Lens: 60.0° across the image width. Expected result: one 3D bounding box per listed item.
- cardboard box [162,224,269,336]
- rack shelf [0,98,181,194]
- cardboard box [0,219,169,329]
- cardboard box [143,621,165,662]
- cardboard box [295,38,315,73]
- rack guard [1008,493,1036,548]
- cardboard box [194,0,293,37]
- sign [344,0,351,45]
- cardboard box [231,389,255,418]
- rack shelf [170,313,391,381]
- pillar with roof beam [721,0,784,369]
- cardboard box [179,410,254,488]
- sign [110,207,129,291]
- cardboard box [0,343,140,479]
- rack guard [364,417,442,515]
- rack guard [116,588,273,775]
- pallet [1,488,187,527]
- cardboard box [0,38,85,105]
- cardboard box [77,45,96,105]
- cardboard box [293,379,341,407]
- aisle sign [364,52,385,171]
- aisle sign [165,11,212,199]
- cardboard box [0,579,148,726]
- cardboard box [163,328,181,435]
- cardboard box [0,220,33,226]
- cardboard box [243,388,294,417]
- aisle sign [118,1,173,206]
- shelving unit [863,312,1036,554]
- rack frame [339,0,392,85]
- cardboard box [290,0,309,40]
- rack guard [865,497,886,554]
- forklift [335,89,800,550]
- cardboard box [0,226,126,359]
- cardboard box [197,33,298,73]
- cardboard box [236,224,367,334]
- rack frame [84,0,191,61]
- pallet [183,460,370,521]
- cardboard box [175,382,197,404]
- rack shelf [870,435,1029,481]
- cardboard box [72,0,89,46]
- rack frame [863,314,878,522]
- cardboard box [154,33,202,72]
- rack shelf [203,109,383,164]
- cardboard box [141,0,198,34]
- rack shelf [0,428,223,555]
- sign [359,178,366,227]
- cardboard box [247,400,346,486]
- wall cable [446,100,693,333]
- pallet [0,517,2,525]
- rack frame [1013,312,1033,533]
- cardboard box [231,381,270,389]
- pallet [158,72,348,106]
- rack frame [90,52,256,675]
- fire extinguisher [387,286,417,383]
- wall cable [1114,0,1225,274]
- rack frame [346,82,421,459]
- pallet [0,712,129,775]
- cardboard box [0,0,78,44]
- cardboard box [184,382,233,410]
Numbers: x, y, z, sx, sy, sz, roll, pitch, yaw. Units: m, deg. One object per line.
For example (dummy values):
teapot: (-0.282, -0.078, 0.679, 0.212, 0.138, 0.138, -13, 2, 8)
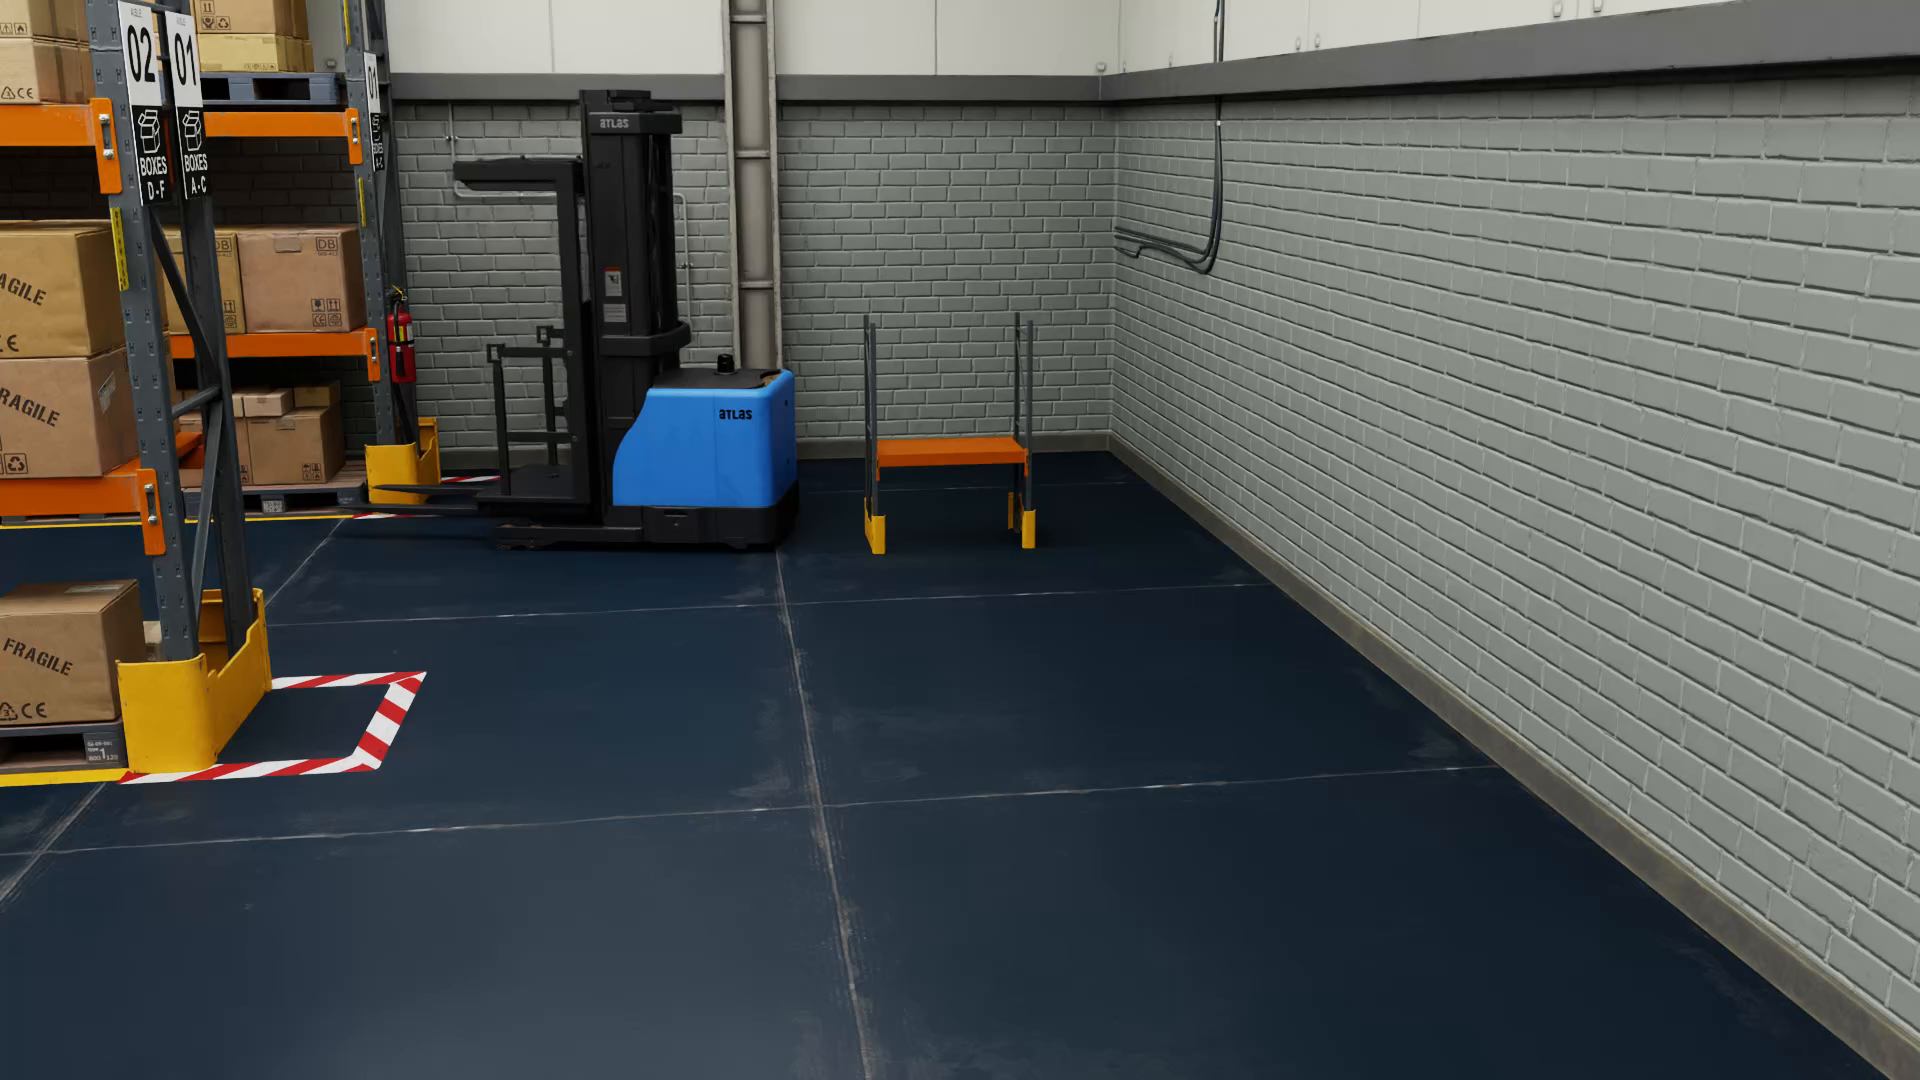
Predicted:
cardboard box: (-5.406, -1.876, 11.921, 0.700, 0.700, 0.980, -2, 14, -9)
rack shelf: (-5.421, -1.623, 6.840, 4.000, 0.370, 1.077, -2, 14, -8)
cardboard box: (-3.922, -1.170, 7.461, 0.500, 0.500, 0.500, -2, 14, -7)
cardboard box: (-3.909, 0.512, 7.968, 0.250, 0.149, 0.380, -2, 14, -8)
cardboard box: (-4.944, -3.448, 11.877, 0.500, 0.250, 0.500, -1, 14, -5)
rack guard: (0.417, -0.137, 11.252, 0.087, 0.250, 0.587, -2, 14, -8)
cardboard box: (-4.868, -3.687, 11.288, 0.500, 0.500, 0.500, -2, 14, -8)
sign: (-4.118, -3.496, 11.171, 0.005, 0.325, 0.100, -2, 14, -8)
cardboard box: (-5.215, -0.979, 11.903, 0.250, 0.149, 0.380, -2, 14, -7)
rack shelf: (-6.163, -1.359, 11.955, 4.000, 0.370, 1.077, -2, 14, -8)
pillar with roof beam: (-1.003, -3.961, 8.518, 0.400, 9.000, 9.100, -2, 14, -8)
cardboard box: (-5.357, -0.705, 12.140, 0.500, 0.500, 0.700, -2, 14, -8)
sign: (-3.381, -1.170, 6.691, 0.005, 0.325, 0.100, -2, 14, -8)
cardboard box: (-3.846, -0.556, 7.068, 0.500, 0.500, 0.500, -2, 14, -7)
rack guard: (-4.161, -0.569, 12.464, 0.348, 0.500, 1.175, -2, 14, -8)
rack guard: (-3.519, 0.626, 7.699, 0.348, 0.500, 1.175, -2, 14, -8)
pallet: (-6.168, -0.337, 12.132, 1.213, 0.211, 1.003, -2, 14, -8)
cardboard box: (-3.912, -1.890, 6.732, 0.500, 0.250, 0.500, -2, 14, -8)
cardboard box: (-3.989, -2.014, 7.229, 0.500, 0.250, 0.500, -2, 14, -8)
cardboard box: (-4.769, -1.090, 12.344, 0.250, 0.149, 0.380, -2, 14, -8)
aisle sign: (-4.069, -2.972, 11.563, 0.004, 0.787, 0.394, -2, 14, -8)
aisle sign: (-3.420, -1.924, 7.381, 0.004, 0.787, 0.394, -2, 14, -8)
cardboard box: (-3.944, 0.489, 7.342, 0.500, 0.500, 0.500, -2, 14, -8)
cardboard box: (-3.922, -0.685, 7.583, 0.500, 0.500, 0.500, -2, 14, -7)
cardboard box: (-4.437, -1.150, 7.378, 0.500, 0.500, 0.500, -2, 14, -8)
cardboard box: (-4.962, -0.989, 11.940, 0.250, 0.149, 0.380, -2, 14, -9)
aisle sign: (-3.330, -1.779, 6.806, 0.004, 0.787, 0.394, -2, 14, -8)
shelving unit: (-0.075, -0.725, 11.028, 1.083, 1.500, 0.587, -2, 14, -8)
rack frame: (-4.185, -4.691, 11.427, 0.127, 3.000, 1.000, -2, 14, -8)
cardboard box: (-4.943, -3.811, 11.782, 0.500, 0.500, 0.500, -3, 14, -10)
rack guard: (-0.568, -0.100, 11.108, 0.087, 0.250, 0.587, -2, 14, -8)
forklift: (-2.676, -1.482, 11.104, 3.031, 2.935, 1.130, 1, 14, 4)
cardboard box: (-3.843, -1.041, 6.944, 0.500, 0.500, 0.500, -2, 14, -9)
cardboard box: (-4.870, -3.325, 11.386, 0.500, 0.250, 0.500, -2, 14, -7)
cardboard box: (-4.688, -1.906, 12.037, 0.700, 0.700, 0.980, -1, 14, -6)
rack frame: (-3.443, -3.499, 6.676, 0.127, 3.000, 1.000, -2, 14, -8)
pallet: (-4.964, -0.381, 12.305, 1.213, 0.211, 1.003, -2, 14, -8)
cardboard box: (-5.768, -1.053, 12.196, 0.250, 0.149, 0.380, -2, 14, -8)
rack shelf: (-0.084, -0.550, 11.071, 1.000, 0.185, 0.538, -2, 14, -8)
cardboard box: (-3.990, -2.258, 7.174, 0.500, 0.250, 0.500, -2, 14, -8)
rack frame: (-0.587, -0.706, 10.954, 0.032, 1.500, 0.500, -2, 14, -8)
cardboard box: (-5.384, -3.306, 11.310, 0.500, 0.250, 0.500, -3, 14, -10)
rack shelf: (-6.163, -2.814, 11.590, 4.000, 0.370, 1.077, -2, 14, -8)
cardboard box: (-5.365, -3.671, 11.226, 0.500, 0.500, 0.500, -2, 14, -7)
rack shelf: (-5.421, -0.168, 7.205, 4.000, 0.370, 1.077, -2, 14, -8)
sign: (-4.118, -2.326, 11.465, 0.005, 0.325, 0.100, -2, 14, -8)
cardboard box: (-4.862, -0.723, 12.213, 0.500, 0.500, 0.700, -2, 14, -8)
wall cable: (-3.060, -2.548, 13.125, 1.851, 1.984, 0.084, -2, 14, -8)
pallet: (-7.377, -0.292, 11.953, 1.213, 0.211, 1.003, -2, 14, -8)
rack frame: (0.418, -0.743, 11.101, 0.032, 1.500, 0.500, -2, 14, -8)
cardboard box: (-5.269, -1.071, 12.270, 0.250, 0.149, 0.380, -2, 14, -8)
pallet: (-4.917, -3.163, 11.685, 1.213, 0.211, 1.003, -2, 14, -8)
rack frame: (-3.443, -0.589, 7.406, 0.127, 3.000, 1.000, -2, 14, -8)
fire extinguisher: (-3.967, -1.457, 11.791, 0.183, 0.674, 0.296, -2, 14, -8)
wall cable: (1.461, -3.304, 12.279, 0.112, 2.526, 3.097, -2, 14, -8)
rack frame: (-4.185, -1.781, 12.157, 0.127, 3.000, 1.000, -2, 14, -8)
pallet: (-4.307, 0.795, 7.618, 1.213, 0.211, 1.003, -2, 14, -8)
cardboard box: (-3.914, -2.134, 6.680, 0.500, 0.250, 0.500, -2, 14, -8)
cardboard box: (-5.517, -1.062, 12.234, 0.250, 0.149, 0.380, -2, 14, -8)
